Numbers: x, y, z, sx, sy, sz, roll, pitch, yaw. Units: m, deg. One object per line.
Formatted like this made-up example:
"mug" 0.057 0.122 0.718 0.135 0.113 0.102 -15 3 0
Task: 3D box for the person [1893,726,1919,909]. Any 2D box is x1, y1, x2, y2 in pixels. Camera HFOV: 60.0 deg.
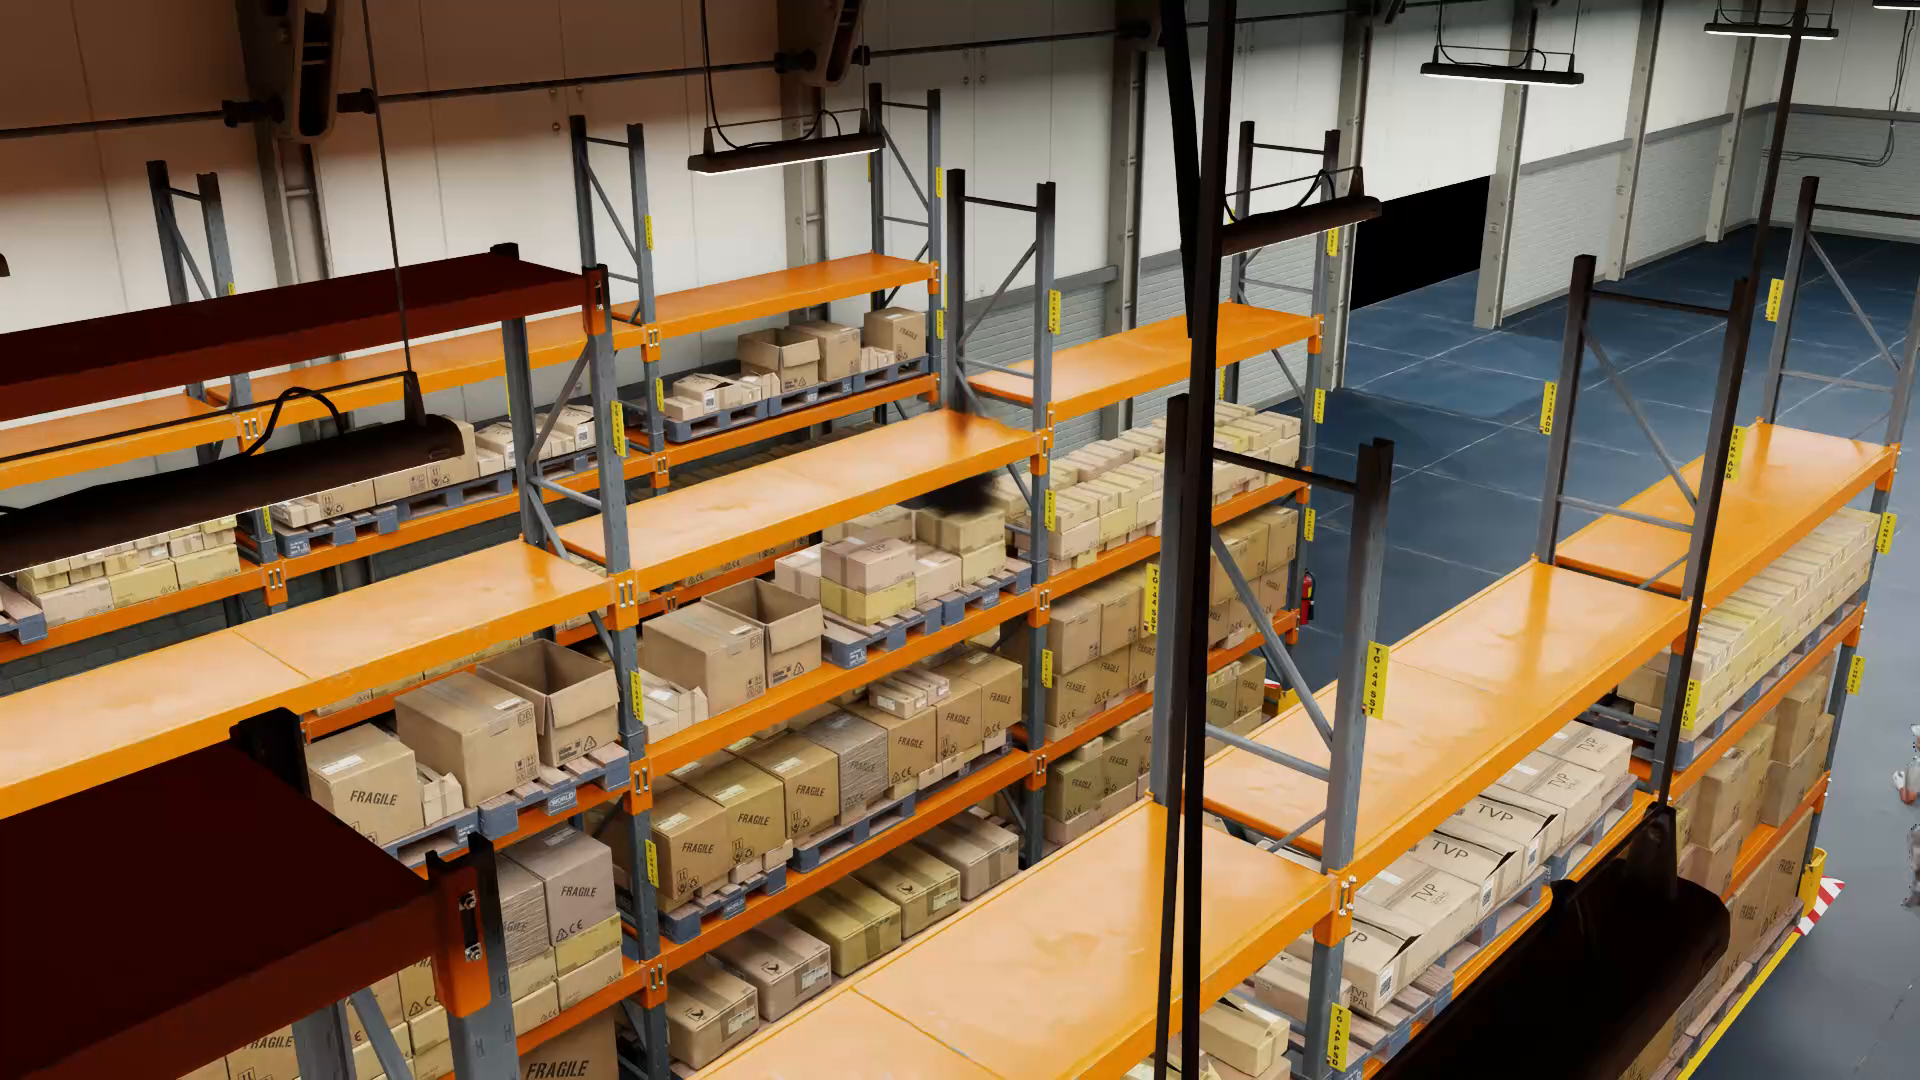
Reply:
"person" 8.073 2.395 13.608 0.714 1.695 0.992 -6 22 -15
